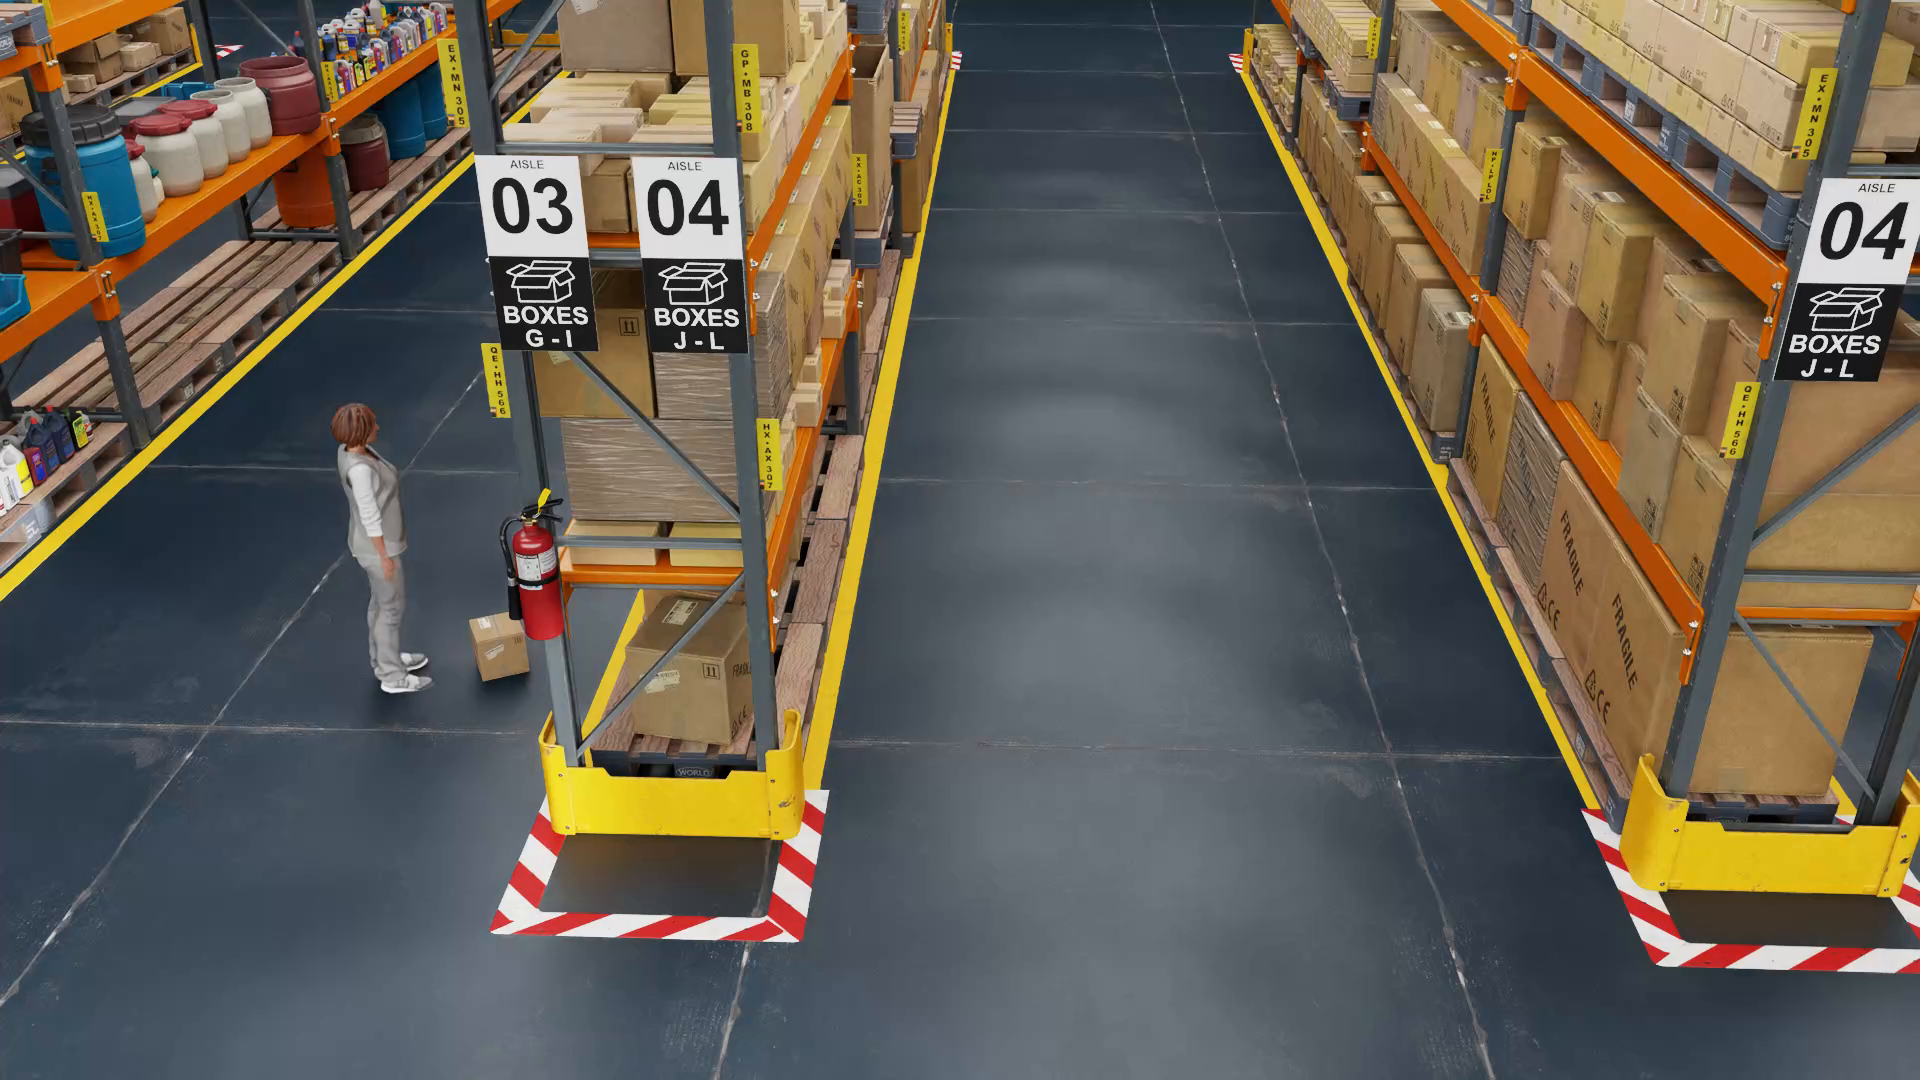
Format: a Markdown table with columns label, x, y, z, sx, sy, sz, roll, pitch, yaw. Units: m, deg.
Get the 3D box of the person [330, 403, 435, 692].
| label | x | y | z | sx | sy | sz | roll | pitch | yaw |
| --- | --- | --- | --- | --- | --- | --- | --- | --- | --- |
| person | -2.993 | 0.038 | 8.576 | 0.311 | 1.616 | 0.407 | -11 | 30 | -20 |
